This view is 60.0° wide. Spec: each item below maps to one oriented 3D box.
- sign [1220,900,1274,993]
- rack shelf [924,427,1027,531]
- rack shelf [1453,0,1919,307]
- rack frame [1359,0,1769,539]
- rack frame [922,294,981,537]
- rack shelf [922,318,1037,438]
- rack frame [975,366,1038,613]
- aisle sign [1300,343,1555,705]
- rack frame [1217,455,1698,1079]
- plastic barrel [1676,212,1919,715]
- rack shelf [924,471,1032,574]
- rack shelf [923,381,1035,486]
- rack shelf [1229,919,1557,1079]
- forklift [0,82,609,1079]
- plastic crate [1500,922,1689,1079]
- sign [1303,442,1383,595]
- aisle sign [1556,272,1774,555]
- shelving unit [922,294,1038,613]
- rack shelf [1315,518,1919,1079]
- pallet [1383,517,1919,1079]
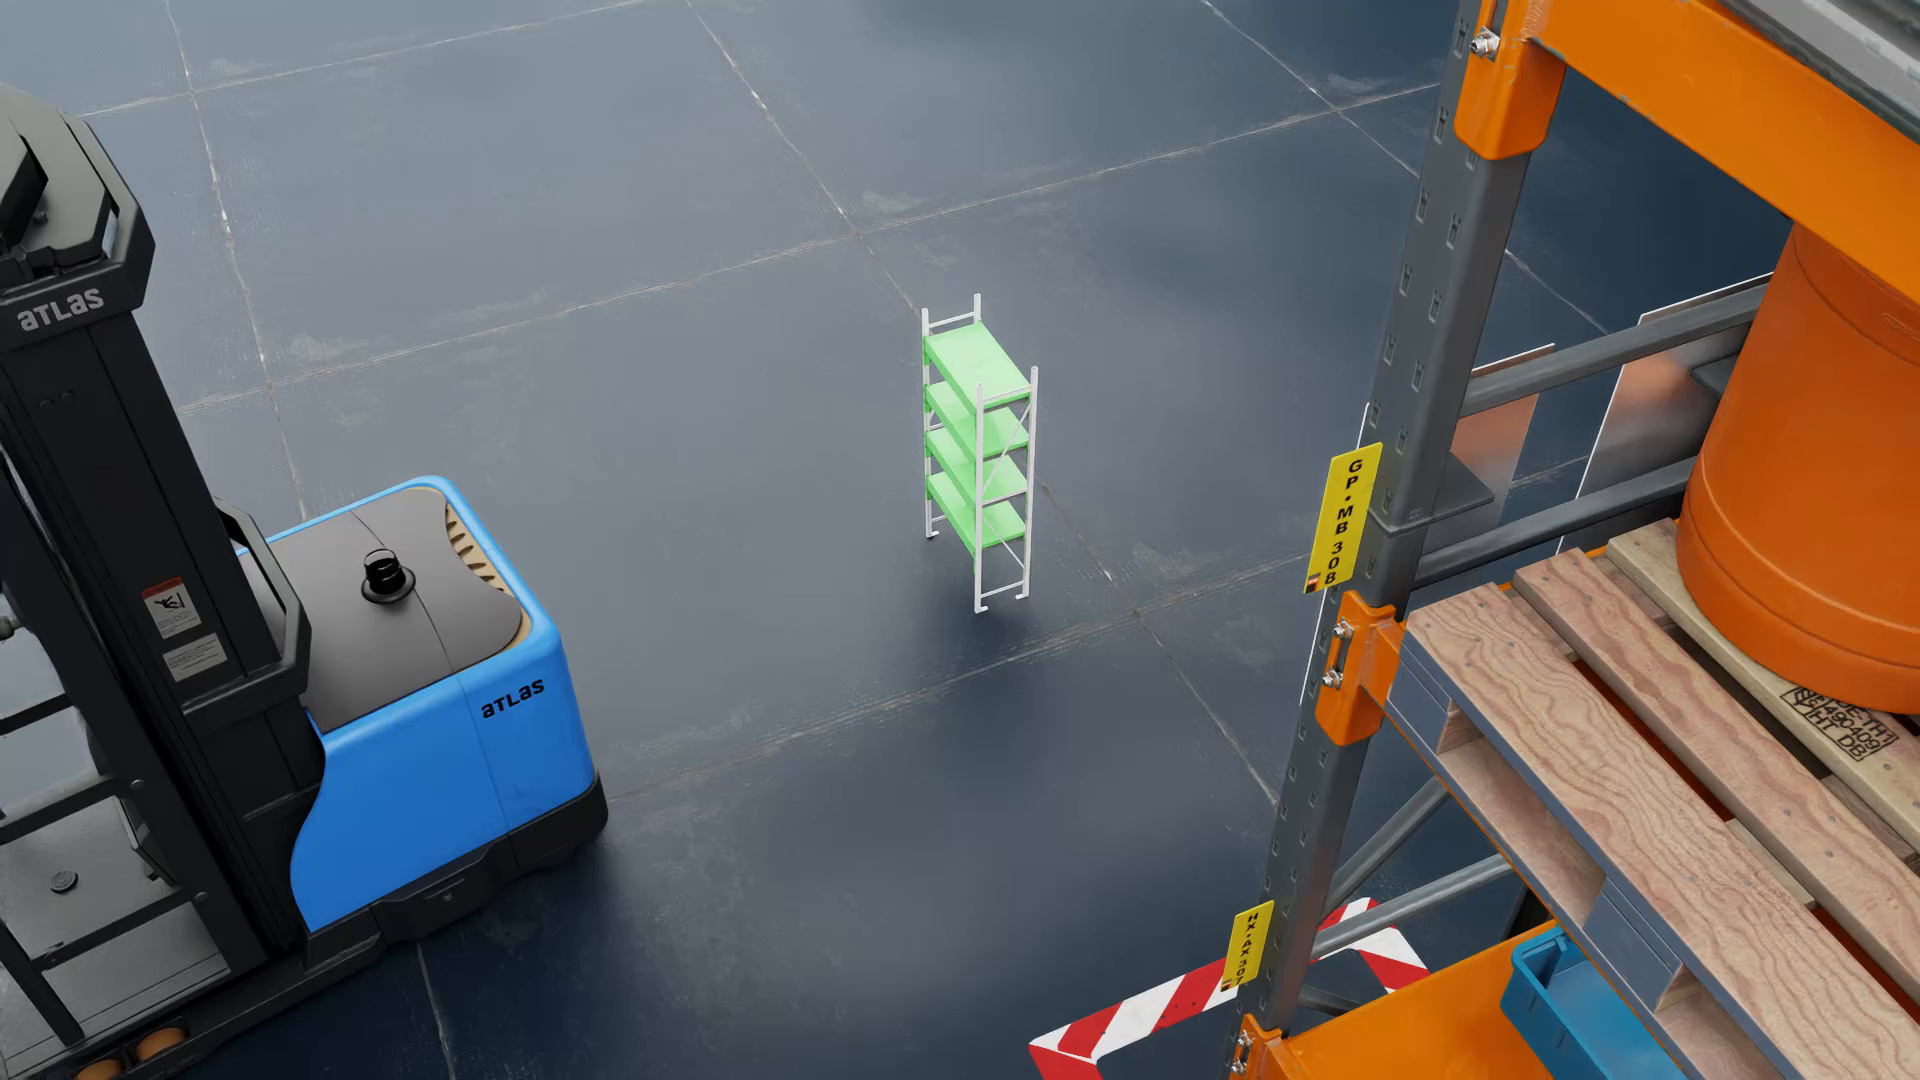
[{"bbox_3d":[0.660,0.939,3.834,0.100,0.325,0.005,-18,47,-17],"label":"sign"},{"bbox_3d":[0.070,-0.276,6.635,0.258,0.148,0.480,-18,47,-17],"label":"rack shelf"},{"bbox_3d":[2.002,0.416,1.088,1.077,0.370,4.000,-18,47,-17],"label":"rack shelf"},{"bbox_3d":[1.161,-1.257,1.986,1.000,3.000,0.127,-18,47,-17],"label":"rack frame"},{"bbox_3d":[-0.033,-0.477,6.748,0.240,1.200,0.015,-18,47,-17],"label":"rack frame"},{"bbox_3d":[0.070,-0.618,6.298,0.258,0.148,0.480,-18,47,-17],"label":"rack shelf"},{"bbox_3d":[0.172,-0.166,6.433,0.240,1.200,0.015,-18,47,-17],"label":"rack frame"},{"bbox_3d":[0.865,-0.007,3.139,0.394,0.787,0.004,-18,47,-17],"label":"aisle sign"},{"bbox_3d":[1.161,0.878,4.093,1.000,3.000,0.127,-18,47,-17],"label":"rack frame"},{"bbox_3d":[1.481,-0.220,2.465,0.600,0.830,0.708,-18,47,-17],"label":"plastic barrel"},{"bbox_3d":[0.070,-0.105,6.804,0.258,0.148,0.480,-18,47,-17],"label":"rack shelf"},{"bbox_3d":[0.070,-0.447,6.467,0.258,0.148,0.480,-18,47,-17],"label":"rack shelf"},{"bbox_3d":[2.002,2.409,3.054,1.077,0.370,4.000,-18,47,-17],"label":"rack shelf"},{"bbox_3d":[-2.767,0.341,4.687,3.031,2.935,1.130,-26,50,-24],"label":"forklift"},{"bbox_3d":[1.643,1.162,3.912,0.499,0.251,0.616,-18,47,-17],"label":"plastic crate"},{"bbox_3d":[0.660,-0.033,2.875,0.100,0.325,0.005,-18,47,-17],"label":"sign"},{"bbox_3d":[1.401,-0.181,3.315,0.394,0.787,0.004,-18,47,-17],"label":"aisle sign"},{"bbox_3d":[0.070,-0.322,6.591,0.258,1.200,0.503,-18,47,-17],"label":"shelving unit"},{"bbox_3d":[2.002,1.341,2.001,1.077,0.370,4.000,-18,47,-17],"label":"rack shelf"},{"bbox_3d":[1.420,0.434,2.542,1.003,0.211,1.213,-18,47,-17],"label":"pallet"}]
